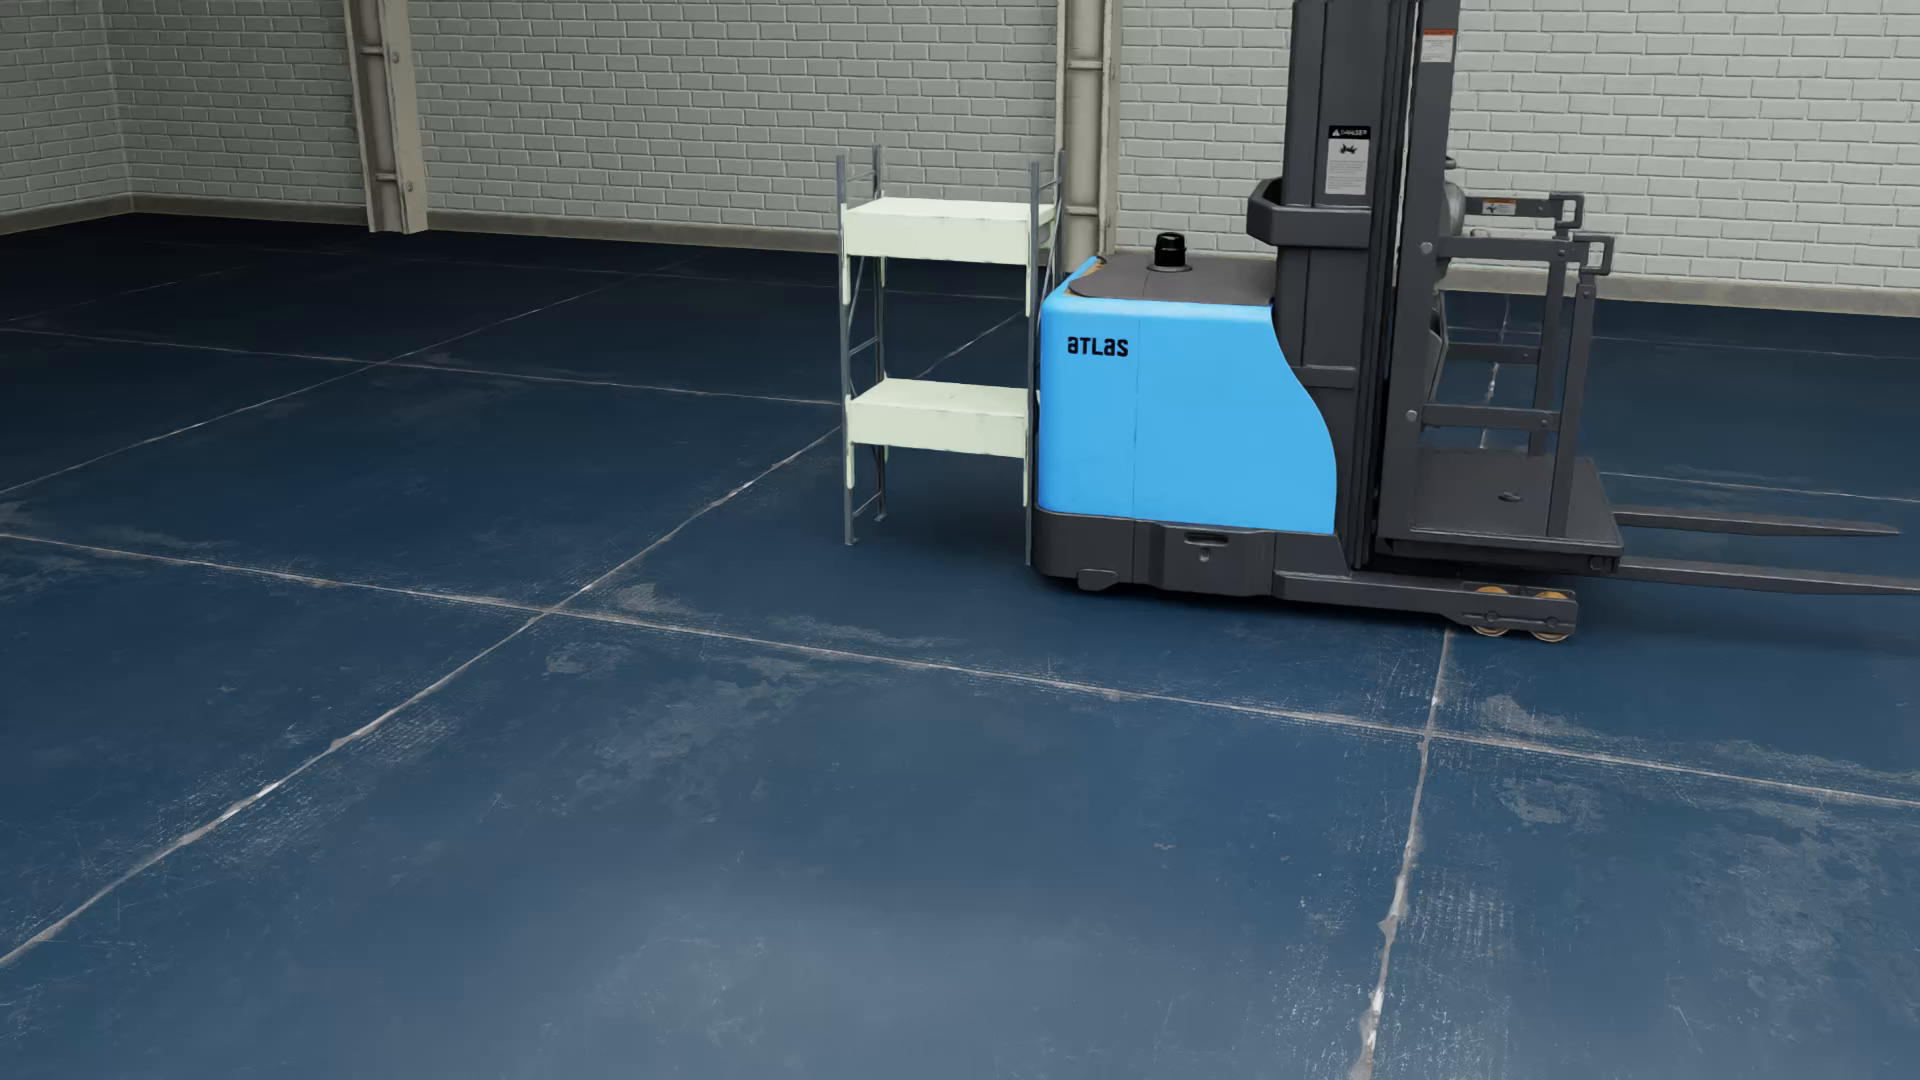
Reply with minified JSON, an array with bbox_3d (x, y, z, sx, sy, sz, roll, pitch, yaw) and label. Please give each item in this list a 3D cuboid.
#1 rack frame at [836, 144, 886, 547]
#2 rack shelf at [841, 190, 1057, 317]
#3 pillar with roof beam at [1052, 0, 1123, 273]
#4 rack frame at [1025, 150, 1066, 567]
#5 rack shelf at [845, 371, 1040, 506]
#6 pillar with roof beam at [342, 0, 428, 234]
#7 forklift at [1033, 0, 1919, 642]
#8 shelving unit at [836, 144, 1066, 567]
[{"bbox_3d":[-0.377,-0.746,6.437,0.023,1.500,0.400,6,20,17],"label":"rack frame"},{"bbox_3d":[-0.029,-1.077,6.202,0.720,0.370,0.431,6,20,17],"label":"rack shelf"},{"bbox_3d":[-0.502,-4.892,6.940,0.400,9.000,9.100,7,20,18],"label":"pillar with roof beam"},{"bbox_3d":[0.319,-0.671,6.223,0.023,1.500,0.400,6,20,17],"label":"rack frame"},{"bbox_3d":[-0.029,-0.401,6.437,0.720,0.370,0.431,6,20,17],"label":"rack shelf"},{"bbox_3d":[-6.170,-5.540,8.799,0.400,9.000,9.100,7,20,18],"label":"pillar with roof beam"},{"bbox_3d":[1.842,-1.235,5.666,3.031,2.935,1.130,5,20,14],"label":"forklift"},{"bbox_3d":[-0.029,-0.708,6.330,0.755,1.500,0.431,6,20,17],"label":"shelving unit"}]
